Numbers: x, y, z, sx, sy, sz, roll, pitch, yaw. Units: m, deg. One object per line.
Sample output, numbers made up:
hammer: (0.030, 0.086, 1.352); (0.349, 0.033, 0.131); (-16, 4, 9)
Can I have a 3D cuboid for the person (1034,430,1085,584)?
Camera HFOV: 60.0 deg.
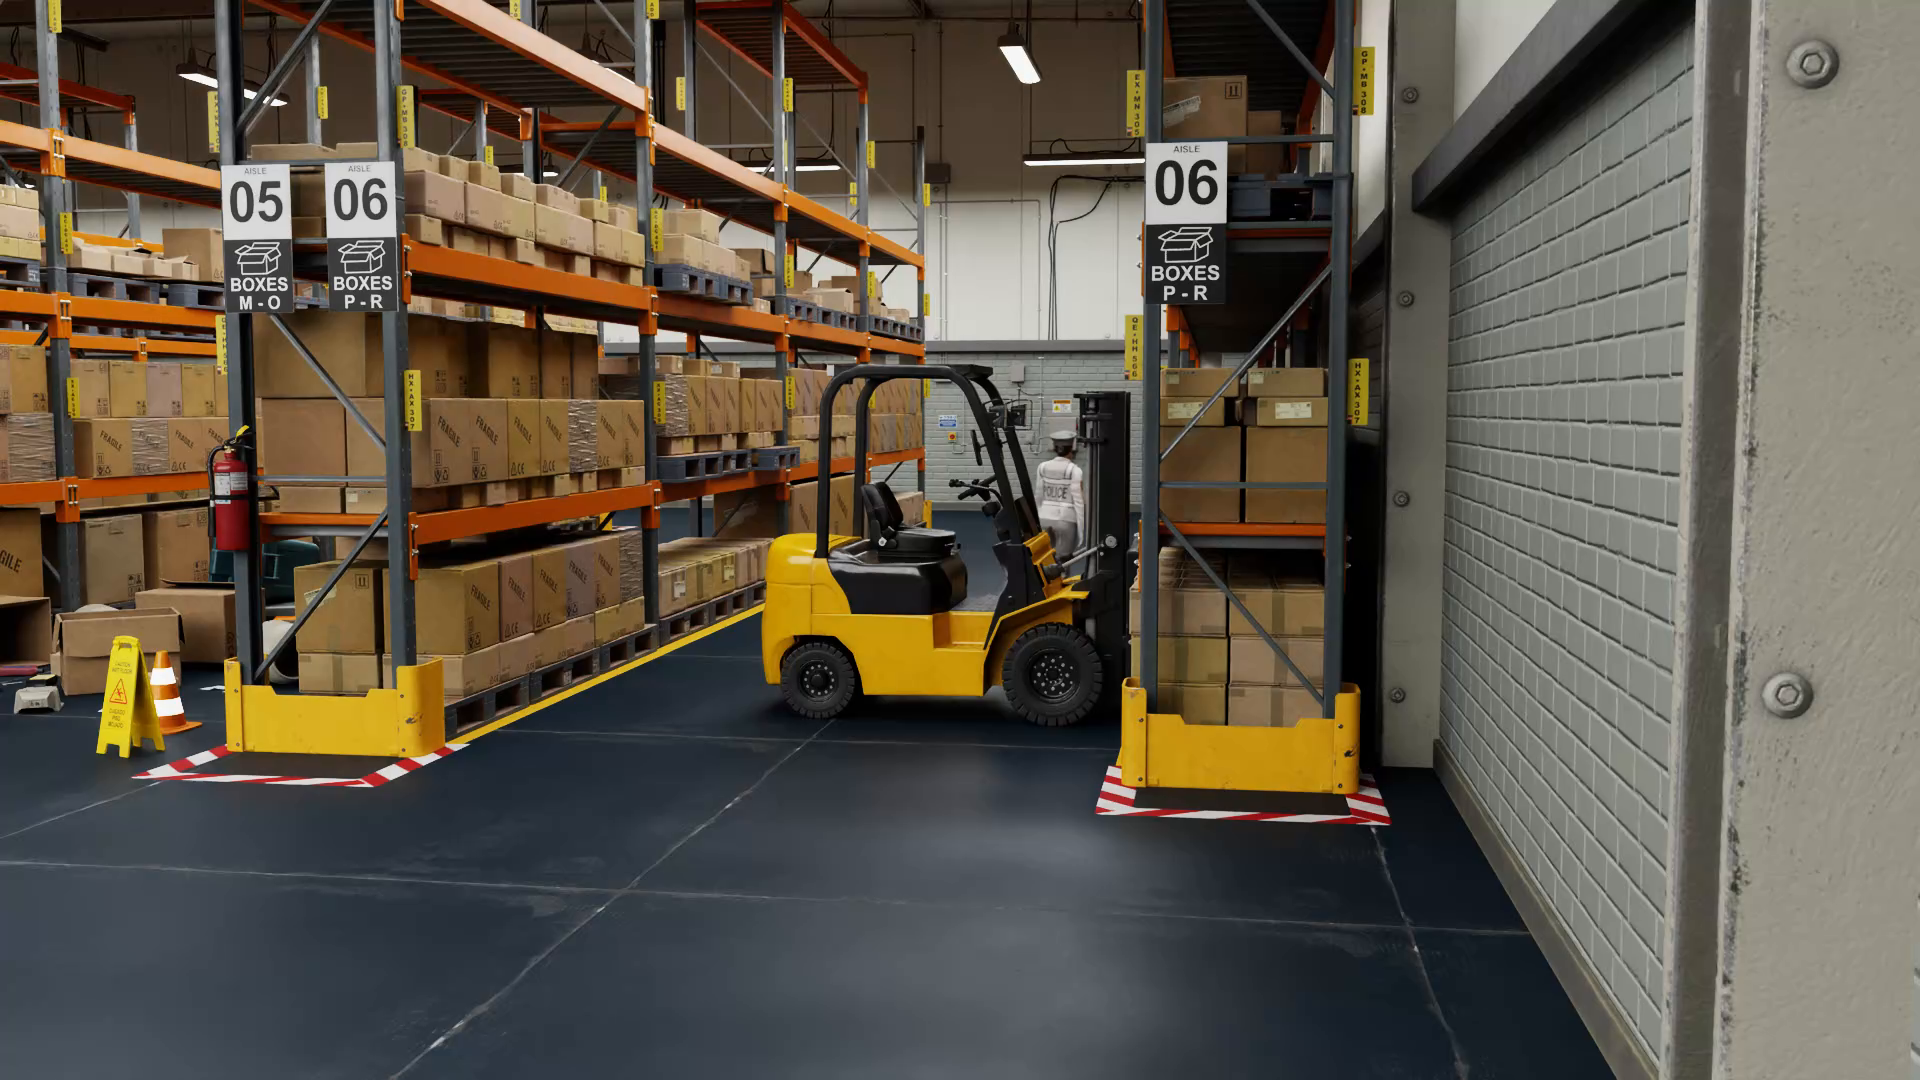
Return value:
person: (0.862, -0.096, 14.370); (0.497, 1.702, 0.334); (3, 6, 37)
